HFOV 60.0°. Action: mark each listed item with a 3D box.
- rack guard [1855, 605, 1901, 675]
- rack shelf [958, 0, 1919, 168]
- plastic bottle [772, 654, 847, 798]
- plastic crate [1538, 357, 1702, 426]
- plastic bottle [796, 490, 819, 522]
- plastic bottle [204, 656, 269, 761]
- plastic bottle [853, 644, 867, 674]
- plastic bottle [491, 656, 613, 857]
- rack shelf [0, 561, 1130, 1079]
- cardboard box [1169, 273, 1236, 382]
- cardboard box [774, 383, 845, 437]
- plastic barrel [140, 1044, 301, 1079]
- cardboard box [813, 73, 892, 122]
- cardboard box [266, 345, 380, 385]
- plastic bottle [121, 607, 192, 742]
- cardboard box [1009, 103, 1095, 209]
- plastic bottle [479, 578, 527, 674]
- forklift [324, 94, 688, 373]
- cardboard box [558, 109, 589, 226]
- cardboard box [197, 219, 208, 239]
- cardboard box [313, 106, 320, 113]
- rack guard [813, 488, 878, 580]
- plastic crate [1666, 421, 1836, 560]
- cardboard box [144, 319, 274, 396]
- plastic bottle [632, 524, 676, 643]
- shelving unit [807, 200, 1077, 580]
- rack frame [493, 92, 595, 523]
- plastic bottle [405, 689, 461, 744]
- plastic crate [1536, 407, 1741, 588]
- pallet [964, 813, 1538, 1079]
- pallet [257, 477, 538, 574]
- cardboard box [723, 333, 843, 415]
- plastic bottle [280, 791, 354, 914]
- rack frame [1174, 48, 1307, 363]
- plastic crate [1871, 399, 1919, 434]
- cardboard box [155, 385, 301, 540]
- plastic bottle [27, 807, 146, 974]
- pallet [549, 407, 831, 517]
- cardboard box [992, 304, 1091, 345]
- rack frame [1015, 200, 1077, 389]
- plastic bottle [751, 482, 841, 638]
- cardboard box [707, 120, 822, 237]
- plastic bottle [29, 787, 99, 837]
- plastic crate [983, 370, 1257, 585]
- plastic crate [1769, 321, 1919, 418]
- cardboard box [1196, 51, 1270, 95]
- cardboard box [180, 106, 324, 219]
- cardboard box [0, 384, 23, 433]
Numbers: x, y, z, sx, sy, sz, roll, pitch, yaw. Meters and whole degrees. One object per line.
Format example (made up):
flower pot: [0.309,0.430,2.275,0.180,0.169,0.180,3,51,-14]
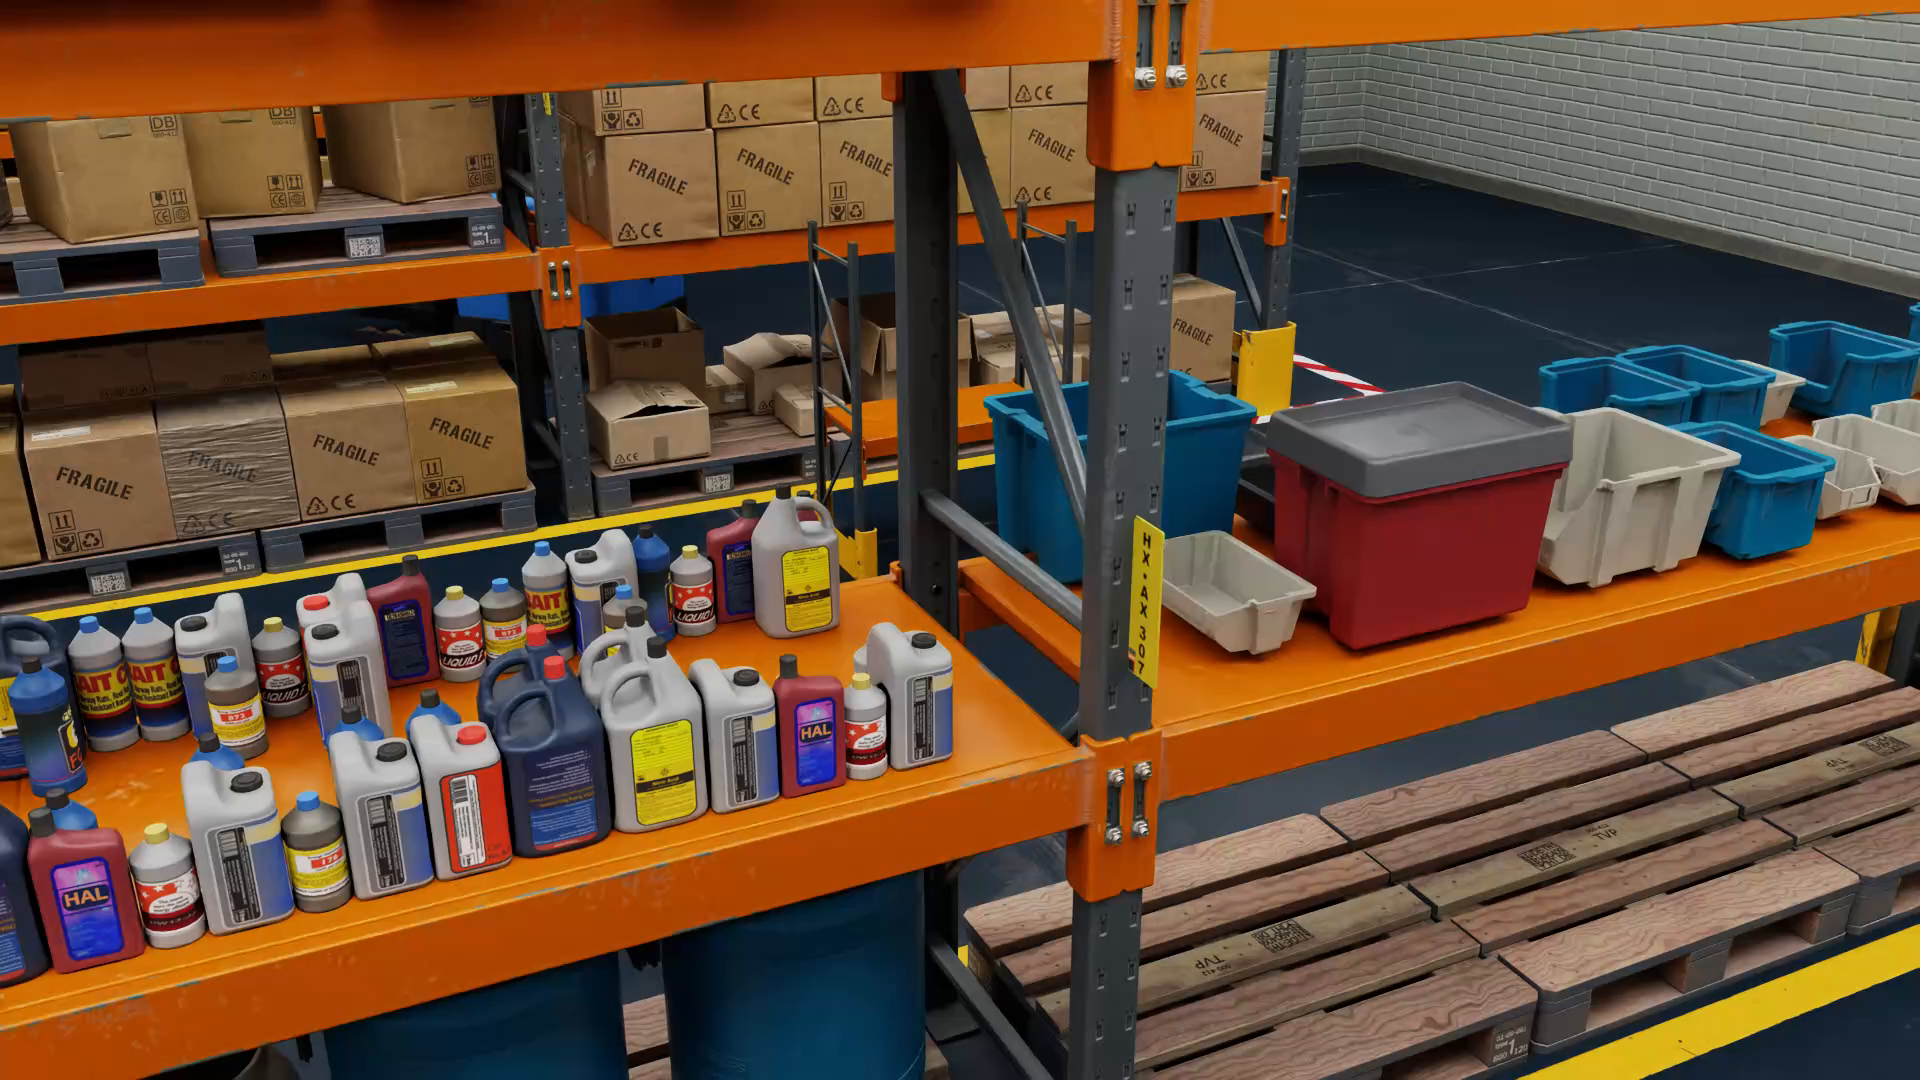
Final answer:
rack guard: [3.738,0.541,5.788,0.348,0.500,1.175,-10,25,-24]
rack shelf: [1.920,-1.327,4.052,4.000,0.370,1.077,-10,25,-24]
plastic bottle: [-0.286,0.343,3.152,0.133,0.283,0.061,-10,25,-24]
plastic crate: [1.900,-0.360,4.838,0.300,0.233,0.416,-10,25,-24]
plastic bottle: [-0.398,0.026,3.918,0.133,0.283,0.061,-10,25,-24]
plastic bottle: [-1.437,0.328,3.296,0.097,0.201,0.097,0,22,0]
plastic bottle: [-0.168,0.287,3.394,0.097,0.201,0.097,0,22,0]
plastic bottle: [-0.735,0.377,2.982,0.185,0.351,0.144,-10,25,-24]
rack shelf: [-1.684,0.723,3.023,4.000,0.370,1.077,-10,25,-24]
cardboard box: [1.194,-1.186,9.386,0.500,0.500,0.500,-10,25,-24]
cardboard box: [-0.780,-0.685,8.613,0.250,0.166,0.380,-10,25,-24]
plastic barrel: [-1.565,1.279,3.443,0.421,0.512,0.421,0,22,0]
cardboard box: [-0.553,-2.309,7.969,0.500,0.500,0.500,-11,25,-25]
cardboard box: [-3.045,-0.609,7.992,0.500,0.500,0.500,-10,25,-23]
plastic bottle: [-1.624,0.265,3.356,0.097,0.271,0.097,0,22,0]
cardboard box: [0.374,-2.023,8.584,0.500,0.500,0.500,-10,25,-23]
plastic bottle: [-0.998,0.182,3.647,0.097,0.201,0.097,0,22,0]
forklift: [-3.350,-2.703,10.449,3.031,2.935,1.130,8,24,19]
cardboard box: [-1.688,-1.867,8.207,0.500,0.500,0.500,-10,25,-23]
cardboard box: [-5.508,-2.255,11.539,0.750,0.750,0.750,-10,24,-22]
cardboard box: [-4.578,-3.045,11.487,0.250,0.149,0.380,-10,24,-23]
rack guard: [-0.517,-0.020,7.472,0.087,0.250,0.587,-10,25,-24]
plastic crate: [1.983,-0.126,4.274,0.300,0.233,0.416,-10,25,-24]
cardboard box: [-3.470,-0.882,7.671,0.500,0.250,0.500,-10,25,-24]
plastic bottle: [-0.702,0.095,3.766,0.097,0.271,0.097,0,22,0]
shelving unit: [-0.069,-0.680,7.433,1.083,1.500,0.587,-10,25,-24]
rack frame: [-2.027,-1.649,7.812,0.127,3.000,1.000,-10,25,-24]
plastic bottle: [-0.952,0.399,3.032,0.097,0.271,0.097,0,22,0]
plastic crate: [1.573,-0.104,4.157,0.530,0.282,0.437,-10,25,-24]
pallet: [0.763,1.211,4.547,1.213,0.211,1.003,-10,25,-24]
pallet: [-2.744,-0.213,7.988,1.213,0.211,1.003,-10,25,-24]
cardboard box: [-0.961,-0.927,9.008,0.500,0.311,0.500,-10,25,-24]
plastic bottle: [-1.095,0.522,2.826,0.097,0.201,0.097,0,22,0]
rack frame: [1.577,-2.313,9.415,0.127,3.000,1.000,-10,25,-24]
plastic crate: [2.798,-0.270,4.747,0.243,0.136,0.396,-10,25,-24]
cardboard box: [-3.249,-0.355,7.378,0.500,0.500,0.500,-10,25,-23]
plastic bottle: [-1.400,0.548,2.656,0.133,0.283,0.061,-10,25,-24]
pallet: [-1.408,-0.474,8.620,1.213,0.211,1.003,-10,25,-24]
cardboard box: [0.514,-1.170,9.675,0.500,0.250,0.500,-10,25,-24]
rack frame: [0.381,-0.763,7.633,0.032,1.500,0.500,-10,25,-24]
plastic bottle: [-0.376,0.035,3.809,0.185,0.351,0.144,-10,25,-24]
cardboard box: [-0.990,-1.772,7.978,0.500,0.500,0.500,-10,24,-23]
plastic bottle: [-1.450,0.530,2.717,0.097,0.271,0.097,0,22,0]
plastic crate: [0.390,-0.157,4.150,0.575,0.384,0.392,-10,25,-24]
plastic crate: [2.763,-0.519,5.222,0.300,0.233,0.416,-10,25,-24]
cardboard box: [1.295,-2.652,8.798,0.500,0.500,0.500,-11,25,-24]
cardboard box: [-3.143,-1.752,7.381,0.500,0.500,0.700,-6,23,-15]
cardboard box: [-4.424,-0.356,7.381,0.500,0.500,0.500,-11,25,-26]
